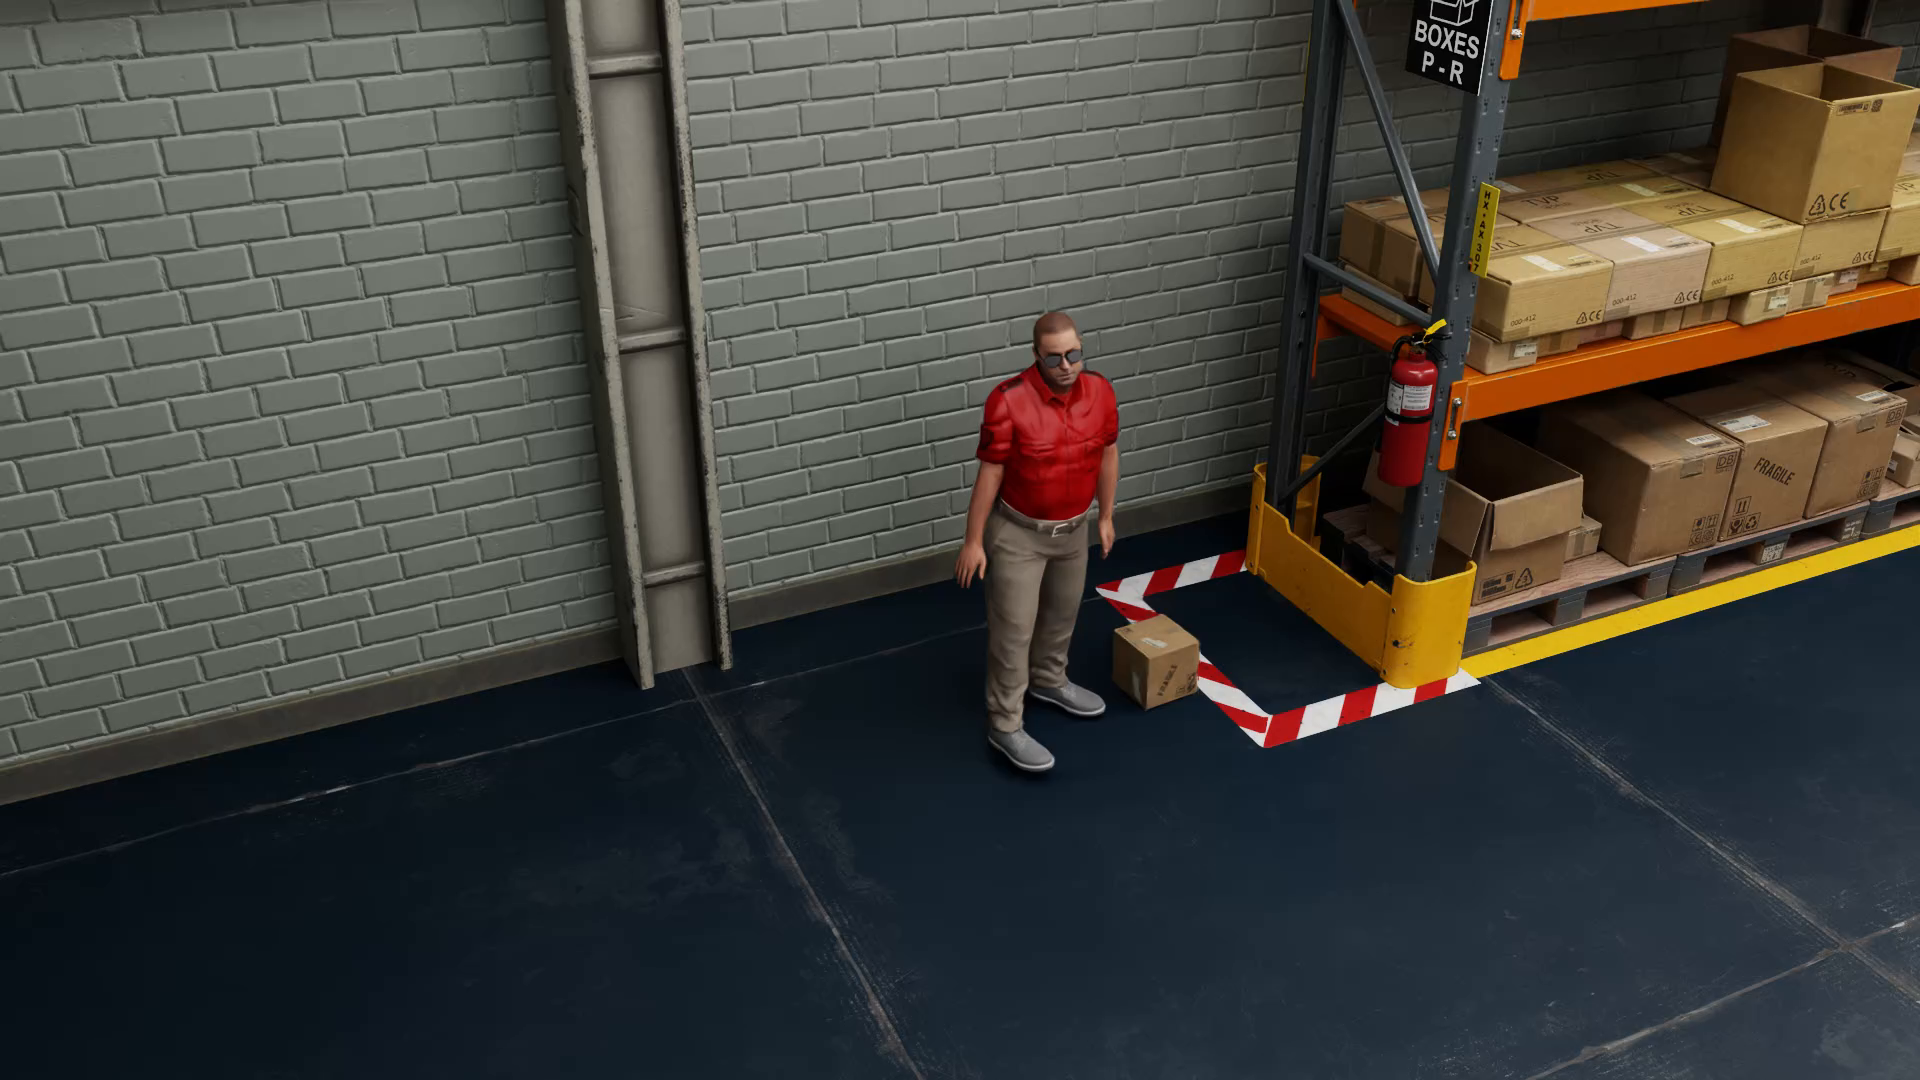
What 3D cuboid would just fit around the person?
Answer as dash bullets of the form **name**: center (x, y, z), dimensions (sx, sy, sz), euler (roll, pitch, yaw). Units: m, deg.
- **person**: center (0.314, 0.004, 6.085), dimensions (0.682, 1.731, 0.528), euler (-16, 33, -27)
